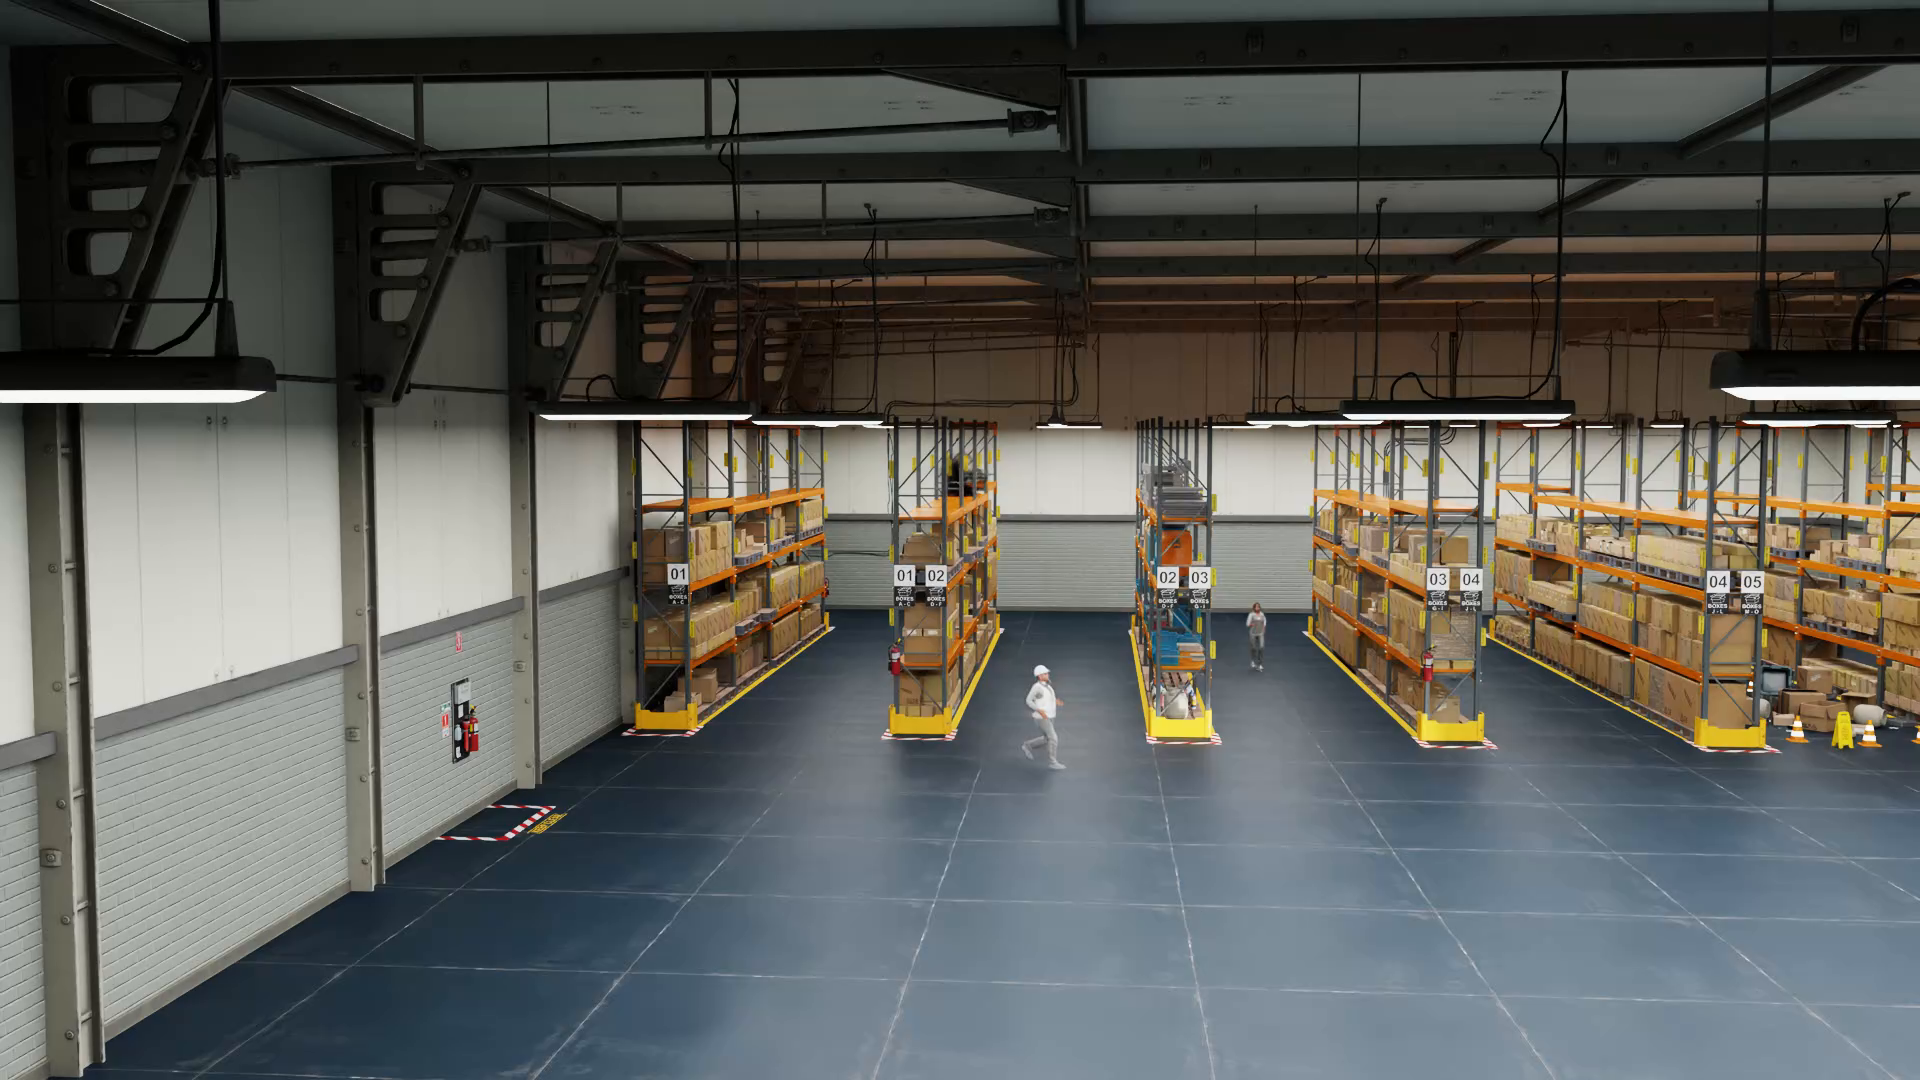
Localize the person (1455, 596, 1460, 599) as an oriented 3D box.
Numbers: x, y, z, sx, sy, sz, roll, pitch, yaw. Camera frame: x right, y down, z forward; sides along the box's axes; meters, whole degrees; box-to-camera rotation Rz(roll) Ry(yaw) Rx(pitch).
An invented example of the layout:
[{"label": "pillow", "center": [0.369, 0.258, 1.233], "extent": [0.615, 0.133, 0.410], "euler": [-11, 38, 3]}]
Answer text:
[{"label": "person", "center": [13.699, 1.877, 46.560], "extent": [0.636, 1.635, 0.723], "euler": [3, 5, 41]}]

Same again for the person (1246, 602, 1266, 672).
[{"label": "person", "center": [7.107, 2.308, 39.861], "extent": [0.520, 1.635, 0.699], "euler": [0, 4, -2]}]

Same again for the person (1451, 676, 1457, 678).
[{"label": "person", "center": [11.468, 2.380, 38.501], "extent": [0.668, 1.644, 0.542], "euler": [0, 4, 3]}]

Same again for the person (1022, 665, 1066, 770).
[{"label": "person", "center": [1.405, 3.004, 28.268], "extent": [0.860, 1.745, 0.670], "euler": [2, 4, 26]}]
